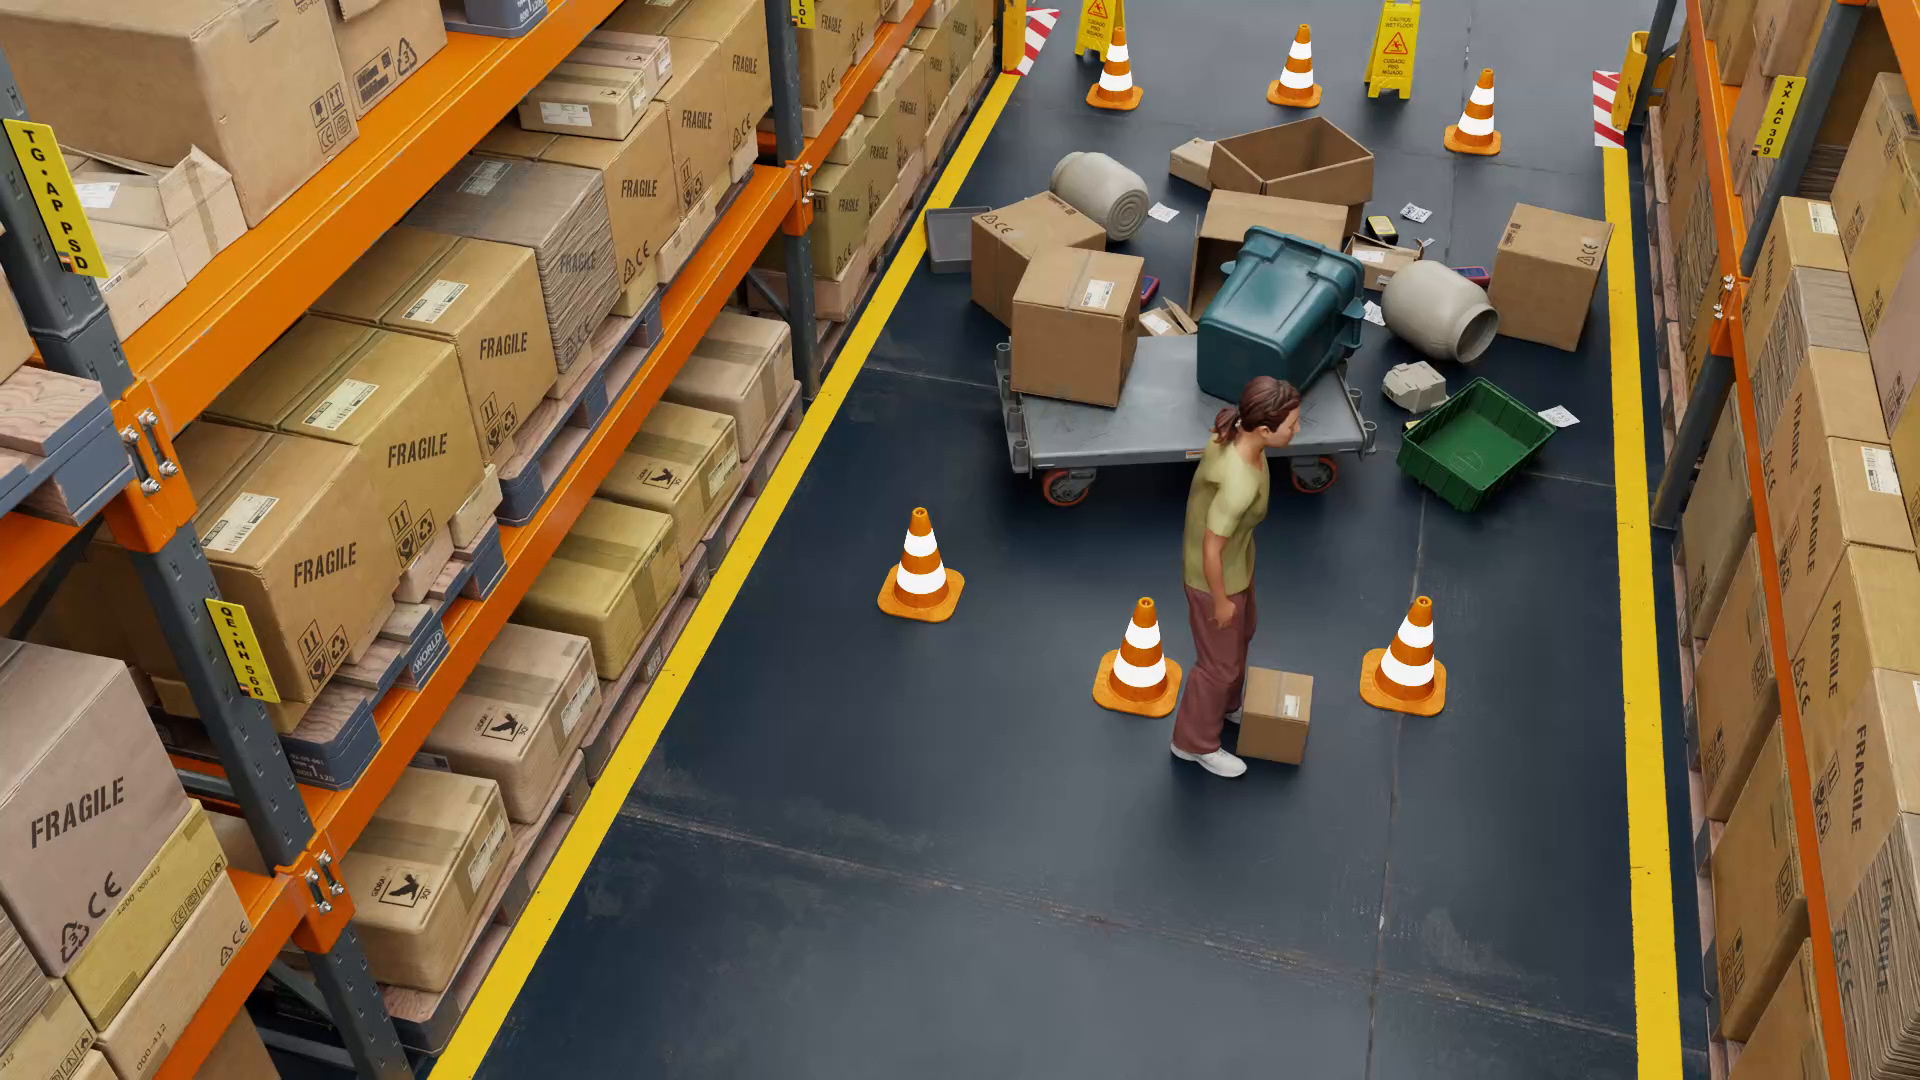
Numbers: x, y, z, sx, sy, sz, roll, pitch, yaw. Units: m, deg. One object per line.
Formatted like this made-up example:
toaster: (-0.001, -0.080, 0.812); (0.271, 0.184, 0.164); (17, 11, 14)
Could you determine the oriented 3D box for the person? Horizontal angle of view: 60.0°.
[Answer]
person: (1.003, 0.116, 6.028); (0.416, 1.671, 0.502); (8, 42, 9)
